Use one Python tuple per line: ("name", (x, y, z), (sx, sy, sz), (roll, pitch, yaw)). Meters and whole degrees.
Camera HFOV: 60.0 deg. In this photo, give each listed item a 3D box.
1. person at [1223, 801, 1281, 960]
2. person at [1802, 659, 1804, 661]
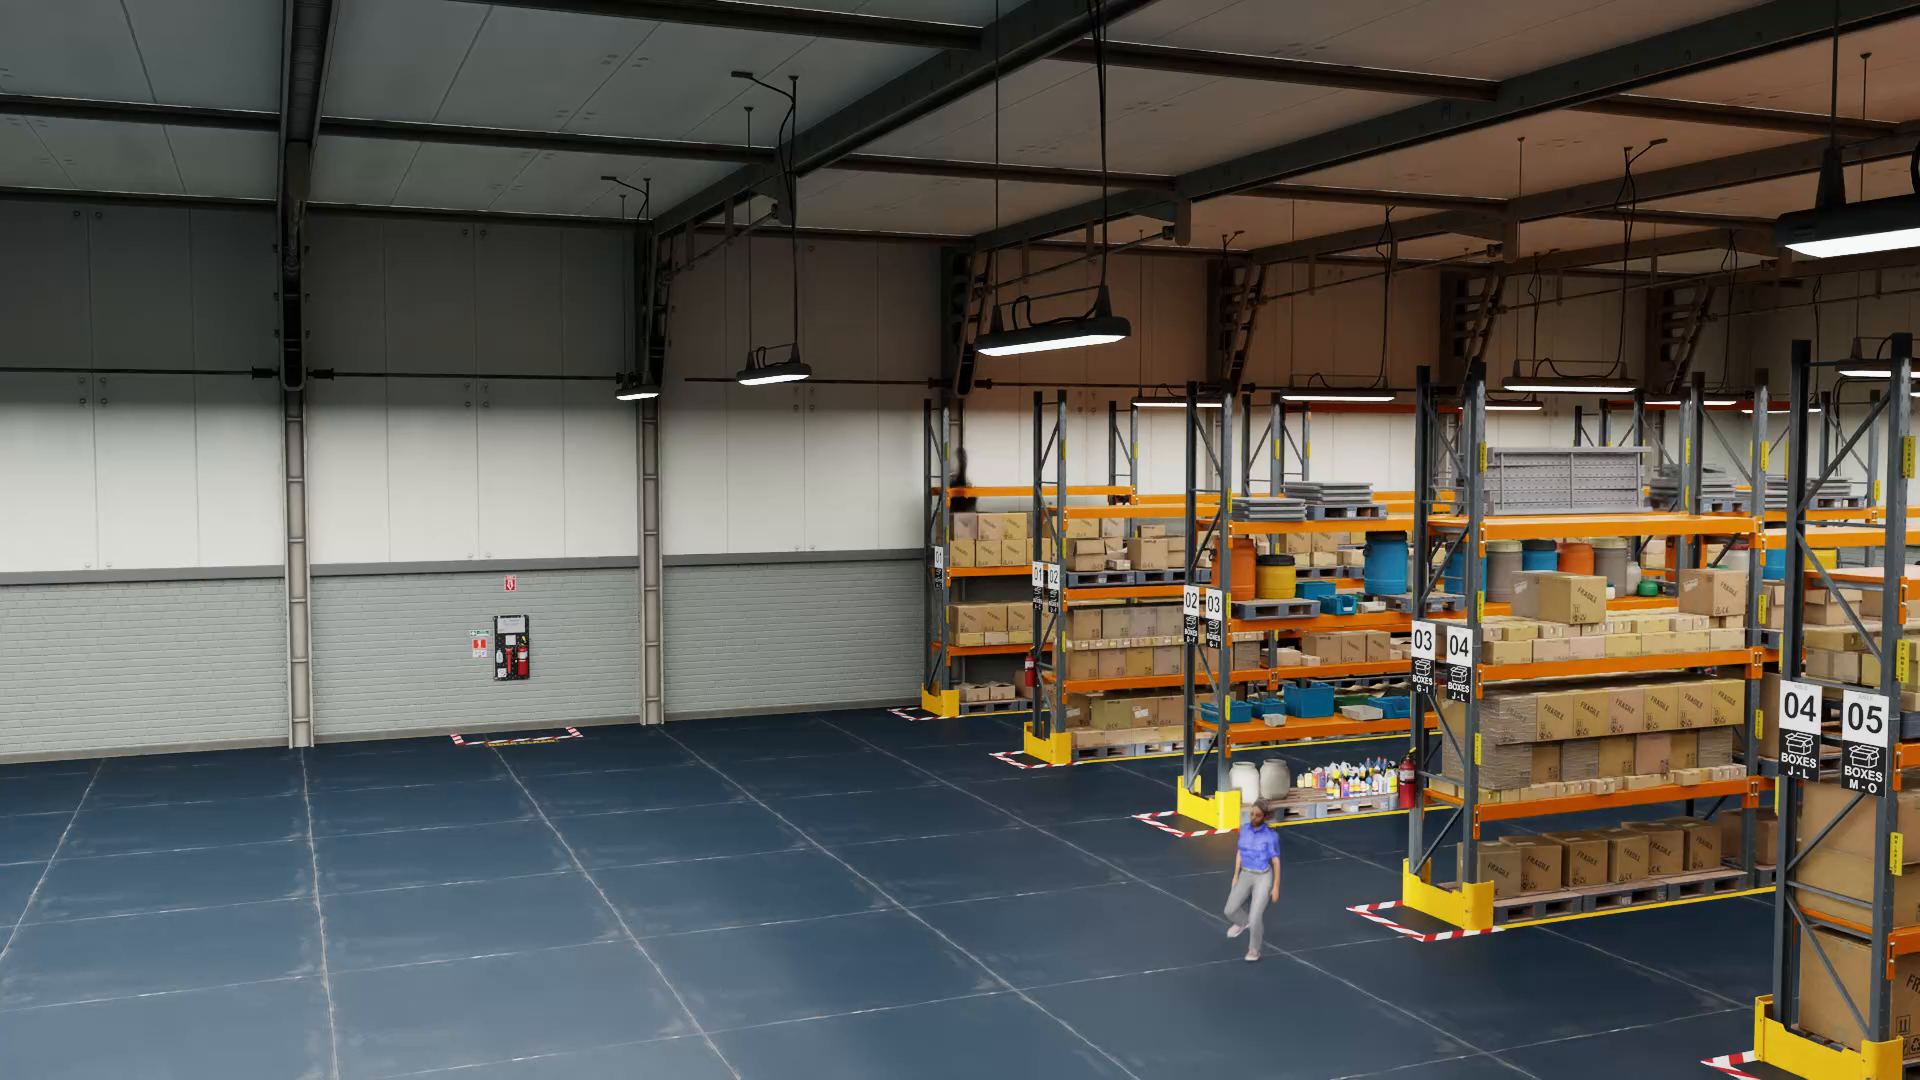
("person", (2.934, 3.377, 16.701), (0.729, 1.577, 0.543), (3, 4, 40))
("person", (17.266, 2.365, 34.212), (0.510, 1.582, 0.911), (0, 3, 1))
